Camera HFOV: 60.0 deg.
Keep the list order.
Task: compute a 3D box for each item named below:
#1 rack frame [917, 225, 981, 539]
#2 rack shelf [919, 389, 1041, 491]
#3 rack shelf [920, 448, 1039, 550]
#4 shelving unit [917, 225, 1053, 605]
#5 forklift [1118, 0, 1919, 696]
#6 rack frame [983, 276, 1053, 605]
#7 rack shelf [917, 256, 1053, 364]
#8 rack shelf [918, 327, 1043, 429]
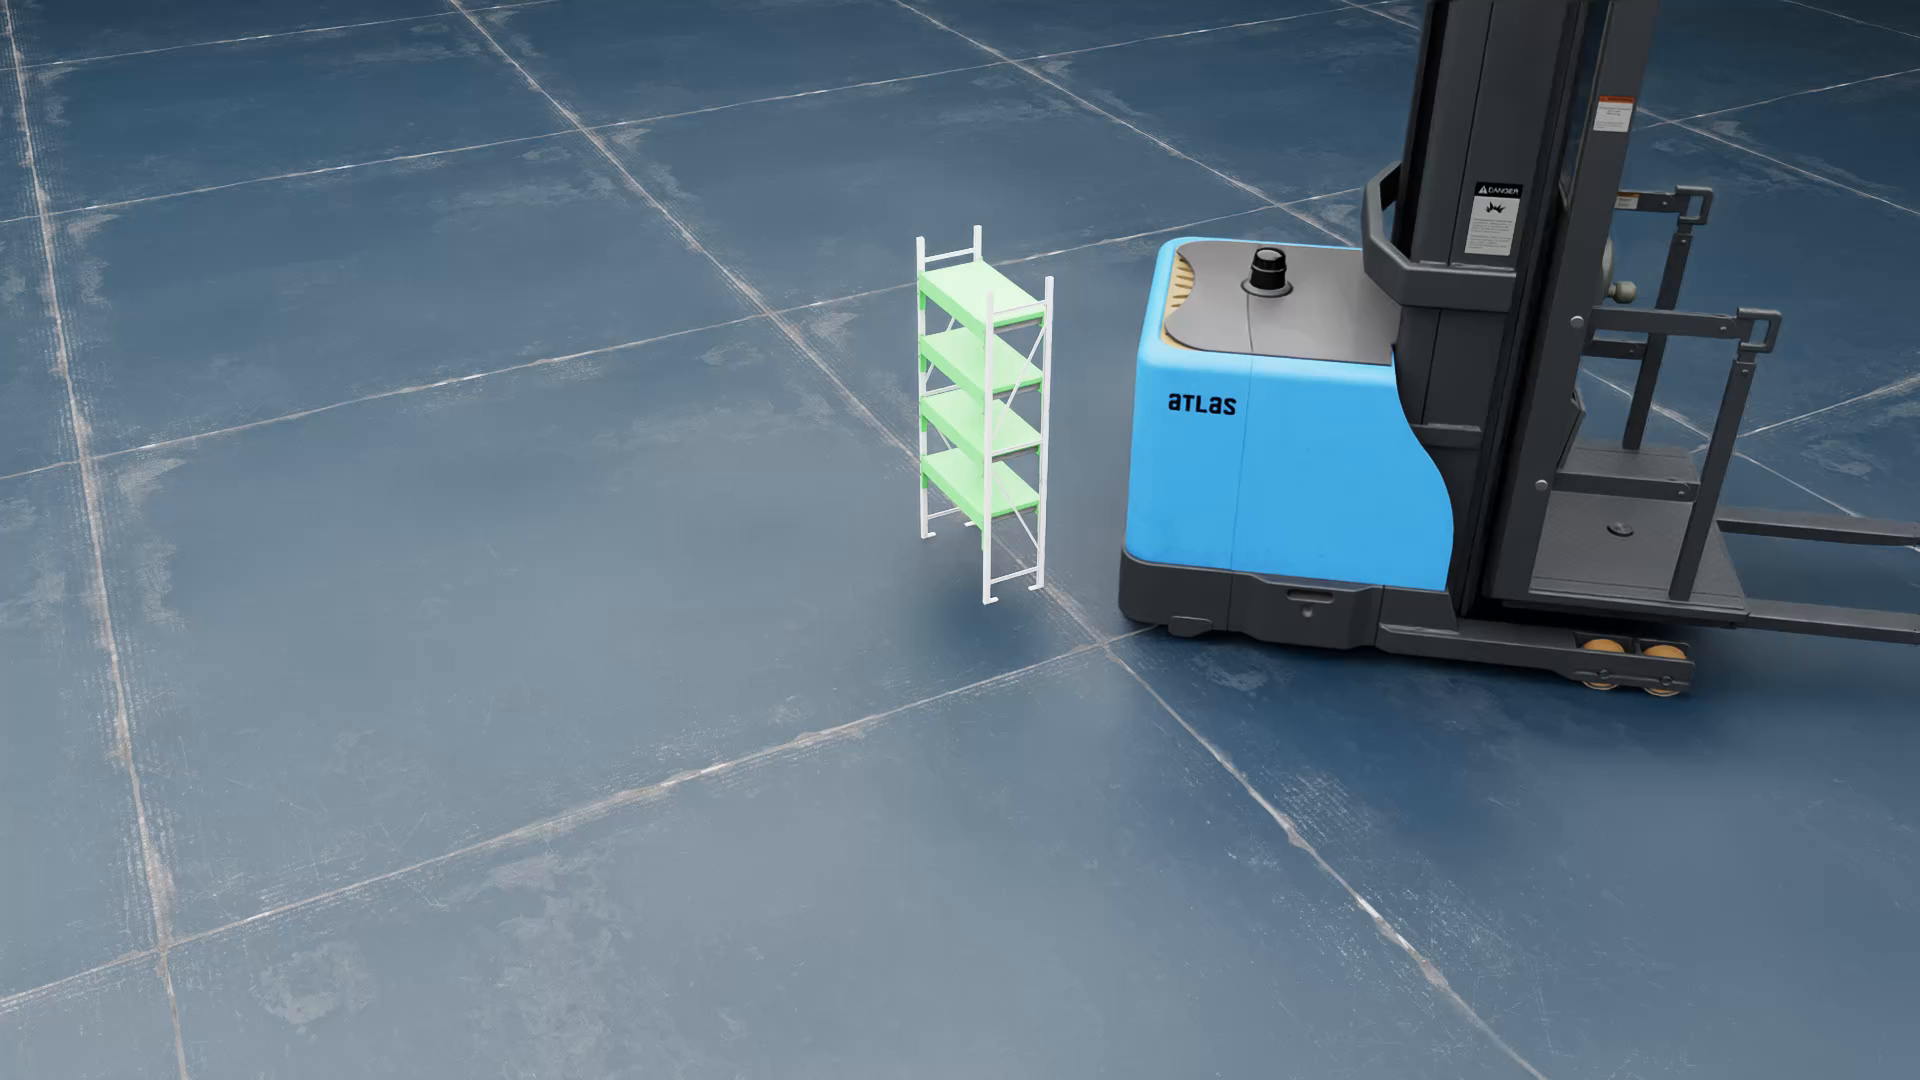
[{"bbox_3d":[-0.037,-0.543,5.985,0.240,1.200,0.015,-16,36,-23],"label":"rack frame"},{"bbox_3d":[0.077,-0.372,5.837,0.258,0.148,0.480,-16,36,-23],"label":"rack shelf"},{"bbox_3d":[0.077,-0.170,5.967,0.258,0.148,0.480,-16,36,-23],"label":"rack shelf"},{"bbox_3d":[0.077,-0.426,5.803,0.258,1.200,0.503,-16,36,-23],"label":"shelving unit"},{"bbox_3d":[2.115,-1.033,5.146,3.031,2.935,1.130,6,33,9],"label":"forklift"},{"bbox_3d":[0.191,-0.310,5.621,0.240,1.200,0.015,-16,36,-23],"label":"rack frame"},{"bbox_3d":[0.077,-0.777,5.579,0.258,0.148,0.480,-16,36,-23],"label":"rack shelf"},{"bbox_3d":[0.077,-0.574,5.708,0.258,0.148,0.480,-16,36,-23],"label":"rack shelf"}]
